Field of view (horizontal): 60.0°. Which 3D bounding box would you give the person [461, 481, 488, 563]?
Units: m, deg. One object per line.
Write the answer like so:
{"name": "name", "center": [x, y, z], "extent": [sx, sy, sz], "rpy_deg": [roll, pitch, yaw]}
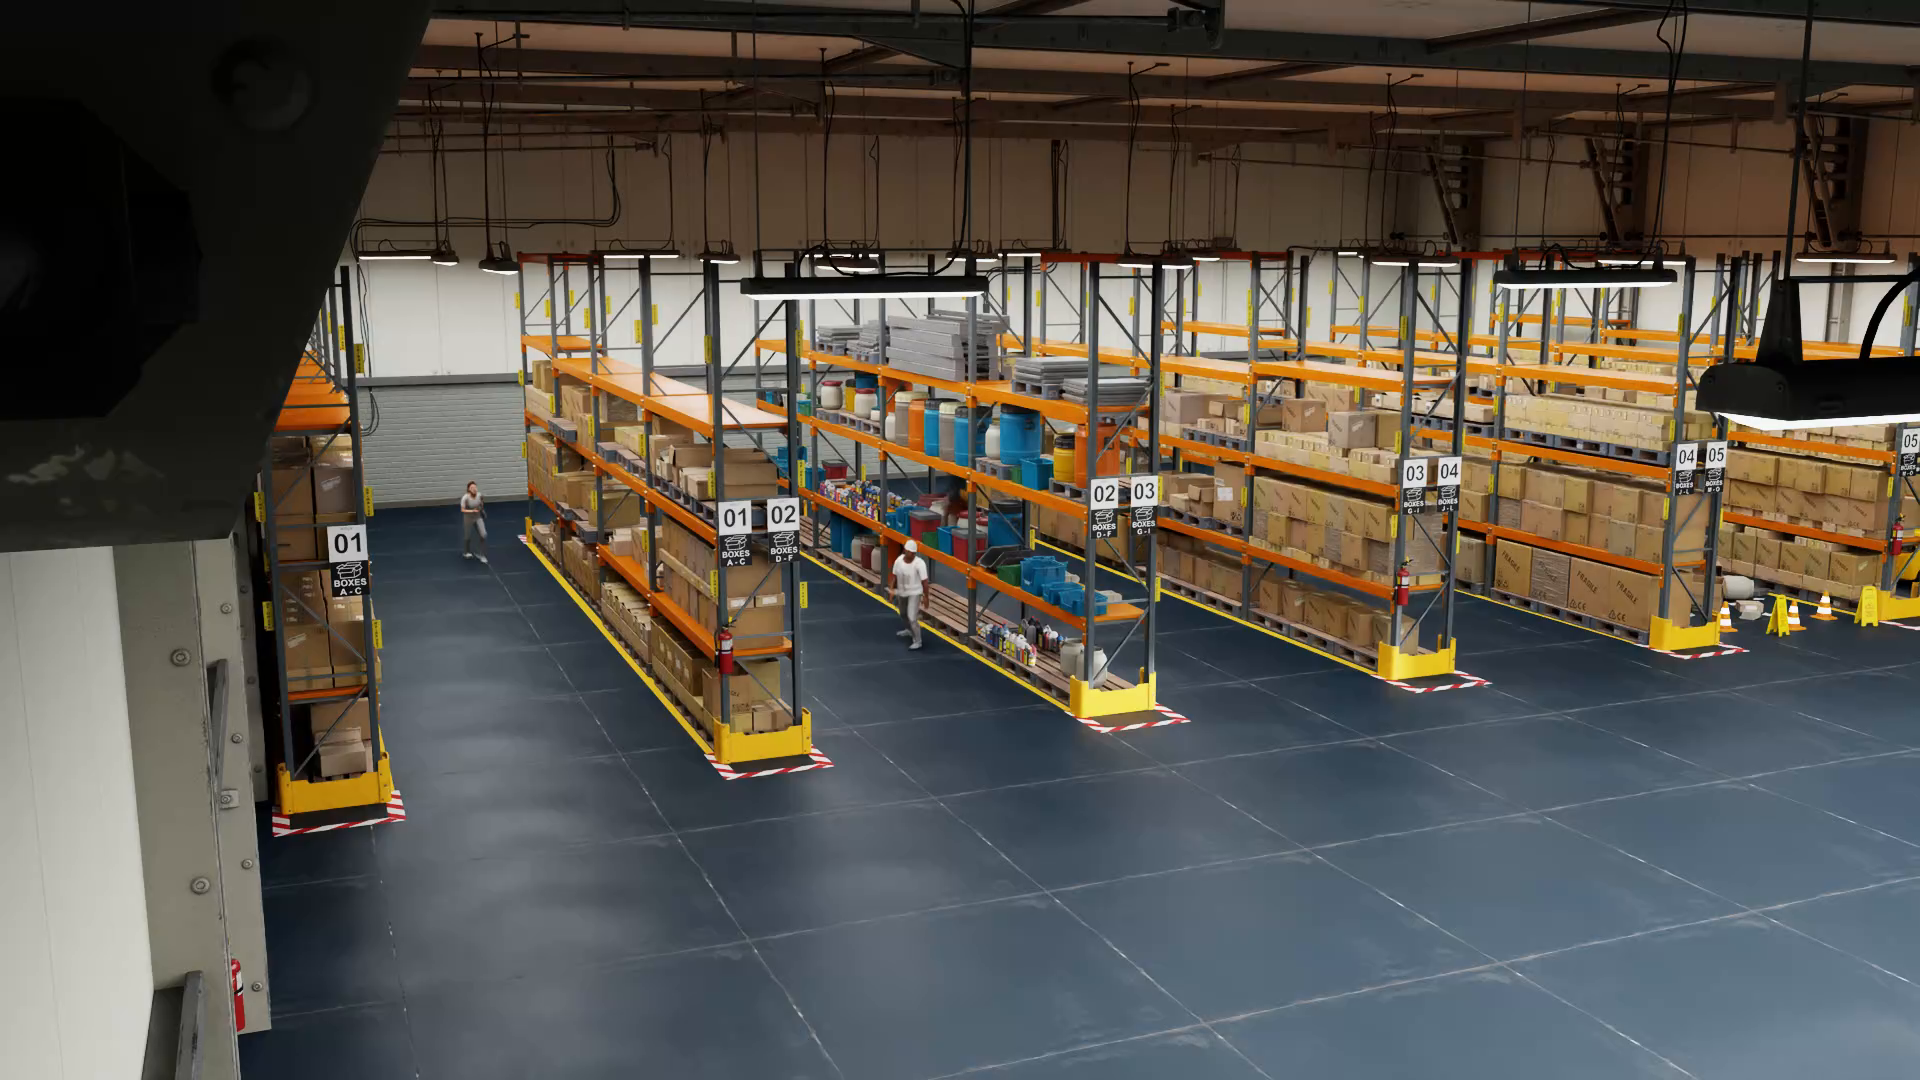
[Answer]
{"name": "person", "center": [-9.531, -0.364, 32.566], "extent": [0.575, 1.632, 0.943], "rpy_deg": [-8, 13, -36]}

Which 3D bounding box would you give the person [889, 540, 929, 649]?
{"name": "person", "center": [-0.784, 0.797, 25.978], "extent": [0.823, 1.688, 0.705], "rpy_deg": [8, 13, 38]}

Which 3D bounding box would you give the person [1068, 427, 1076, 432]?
{"name": "person", "center": [2.725, -1.844, 40.154], "extent": [0.651, 1.766, 0.772], "rpy_deg": [-4, 11, -22]}
